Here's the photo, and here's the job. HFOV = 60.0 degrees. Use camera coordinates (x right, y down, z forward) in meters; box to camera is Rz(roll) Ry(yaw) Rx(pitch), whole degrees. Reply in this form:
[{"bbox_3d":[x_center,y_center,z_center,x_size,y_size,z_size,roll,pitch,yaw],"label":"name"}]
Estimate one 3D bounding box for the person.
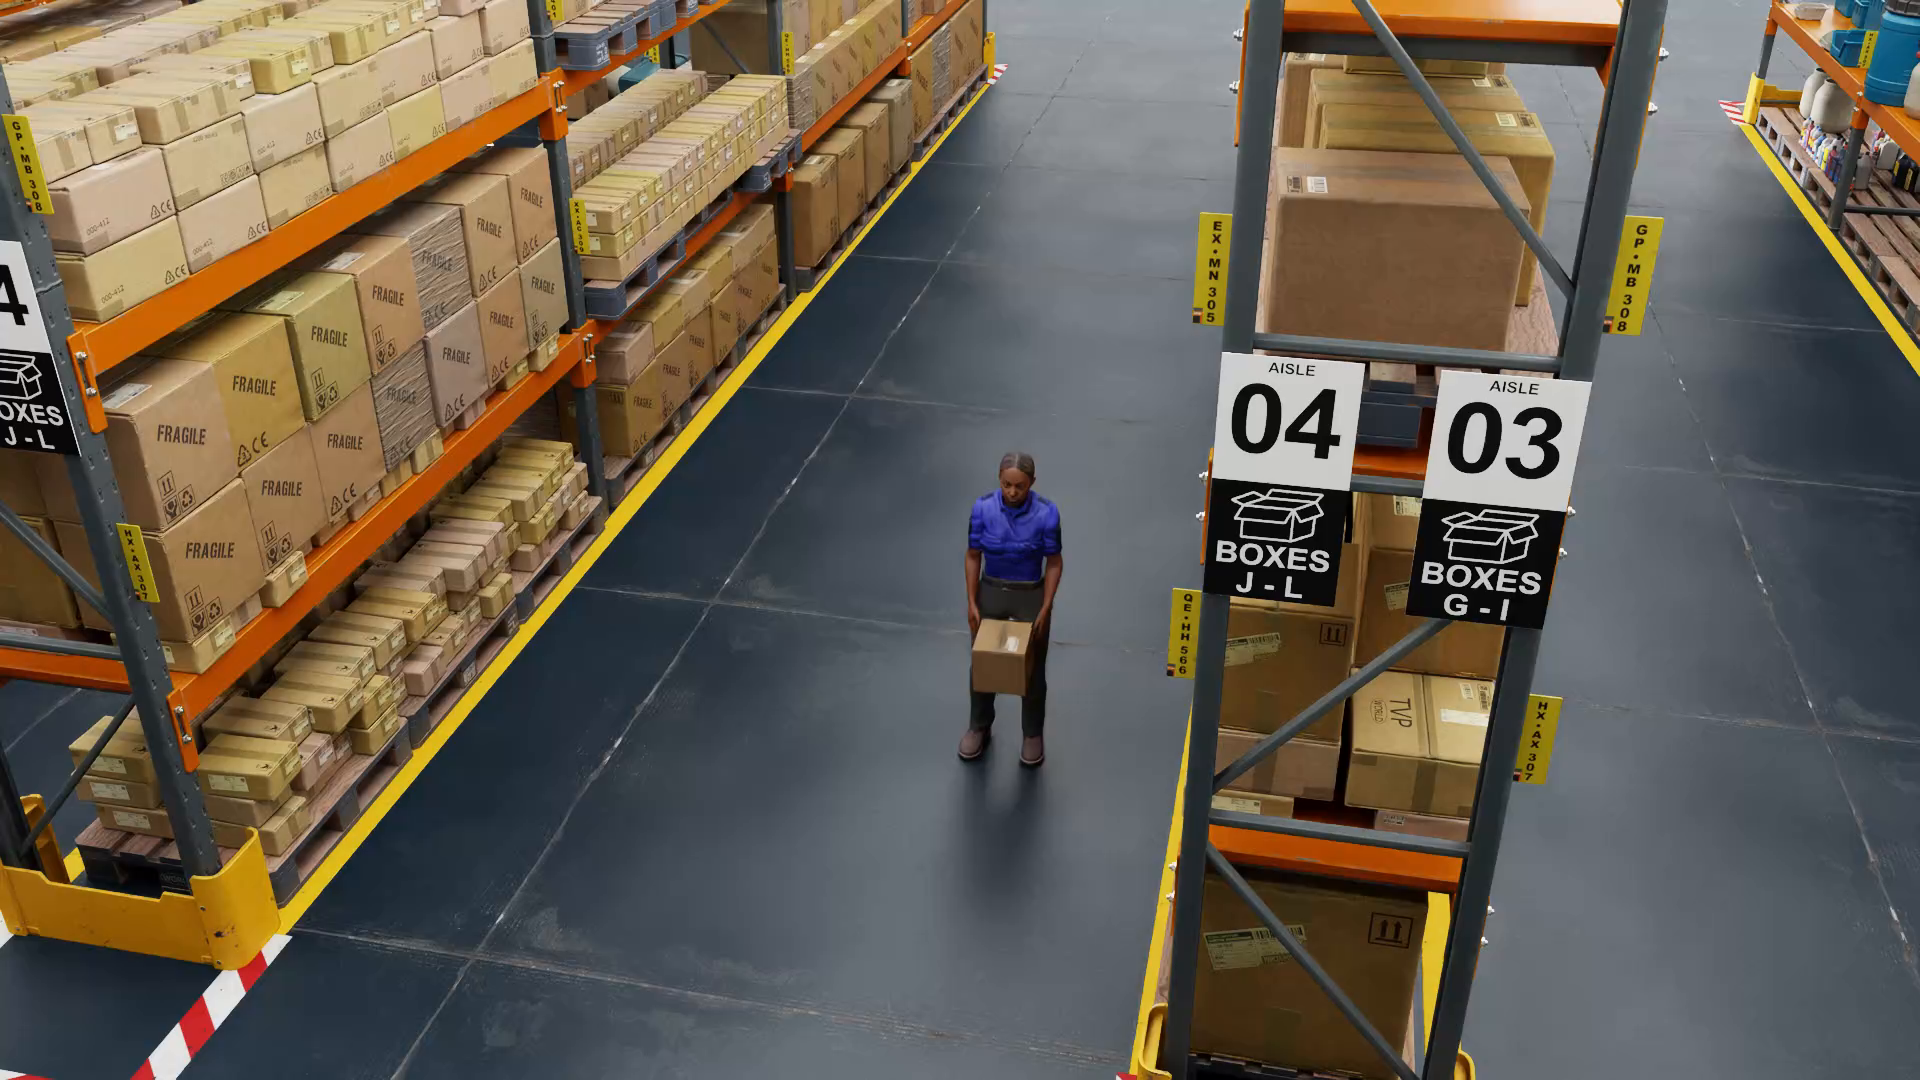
[{"bbox_3d":[0.245,0.327,8.035,0.486,1.647,0.365,5,29,10],"label":"person"}]
